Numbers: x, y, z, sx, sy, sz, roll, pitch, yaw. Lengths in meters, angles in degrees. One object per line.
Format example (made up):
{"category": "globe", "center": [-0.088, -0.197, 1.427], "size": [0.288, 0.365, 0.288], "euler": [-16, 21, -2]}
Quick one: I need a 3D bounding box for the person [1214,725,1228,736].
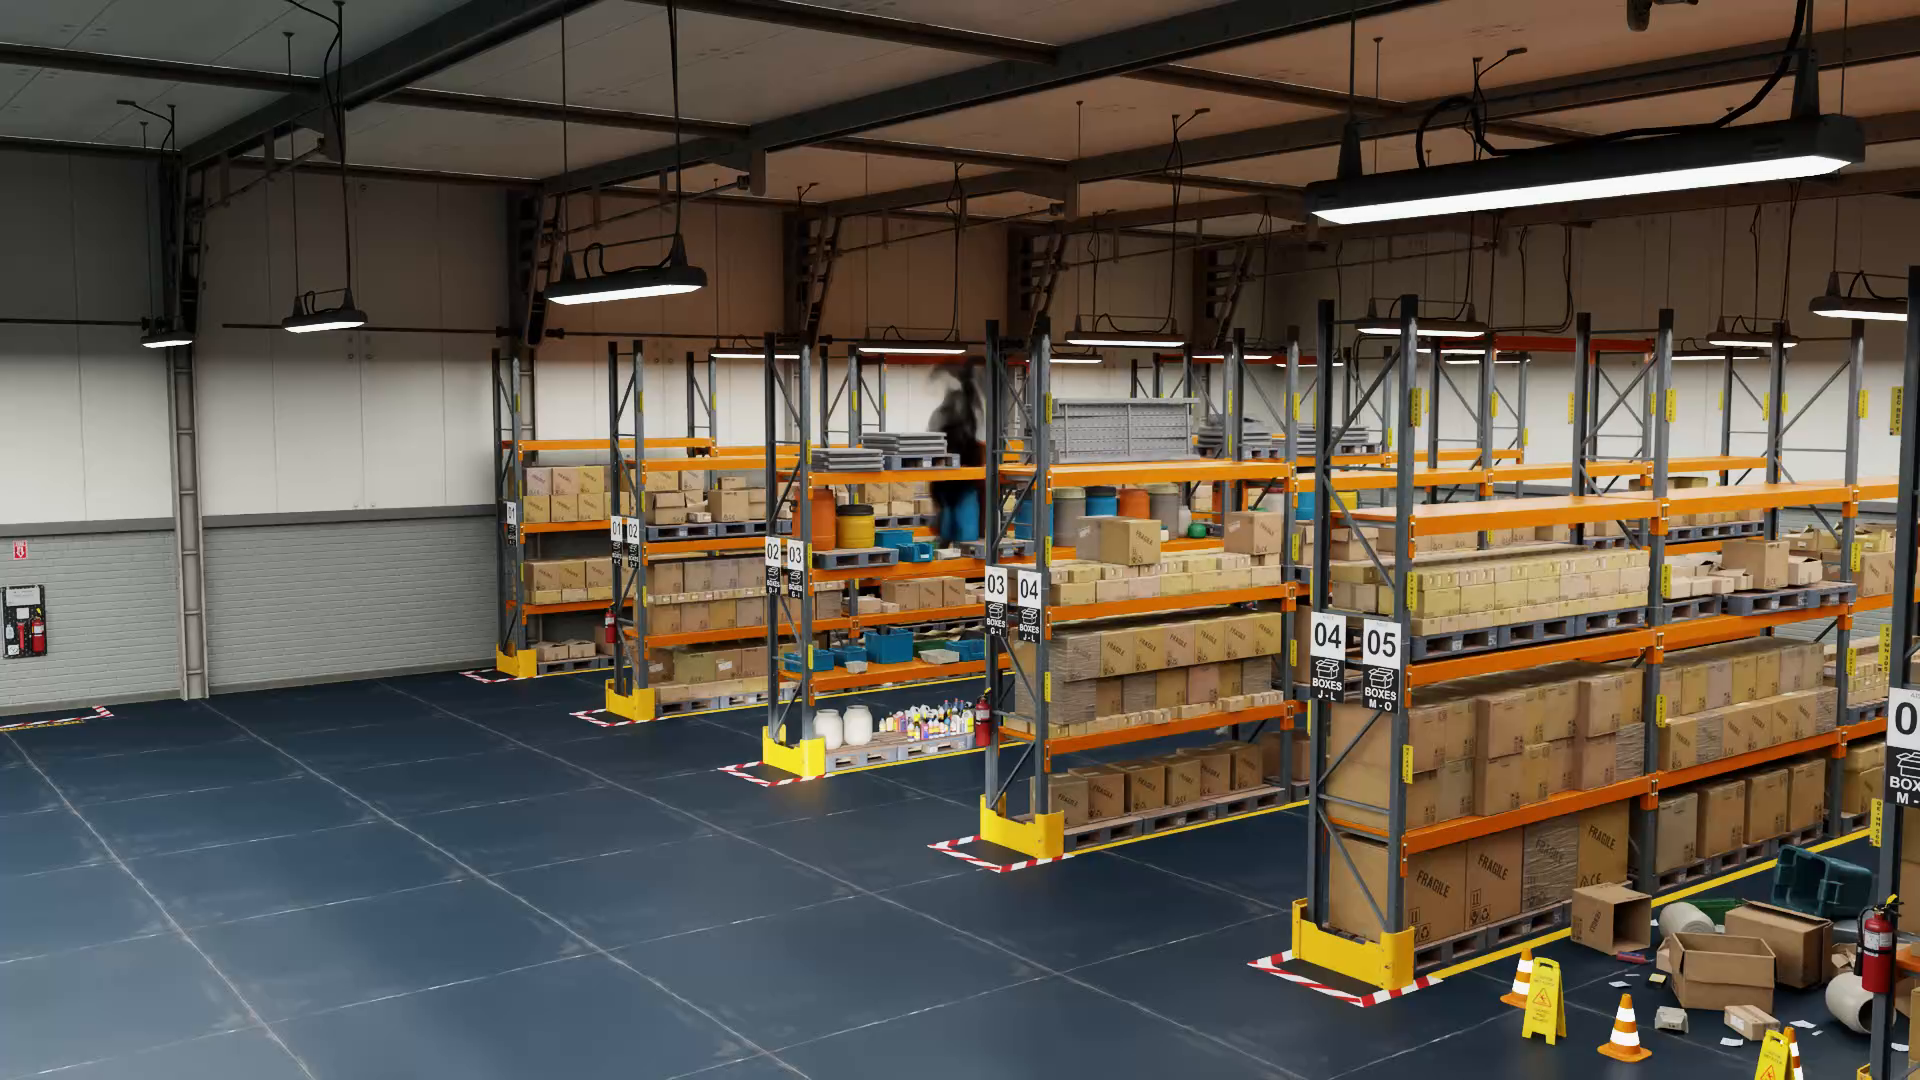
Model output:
{"category": "person", "center": [3.909, 1.953, 24.098], "size": [0.688, 1.820, 0.791], "euler": [4, 6, 39]}

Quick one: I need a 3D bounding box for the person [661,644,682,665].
{"category": "person", "center": [-5.033, 1.775, 29.310], "size": [0.862, 1.681, 0.599], "euler": [-5, 7, -42]}
